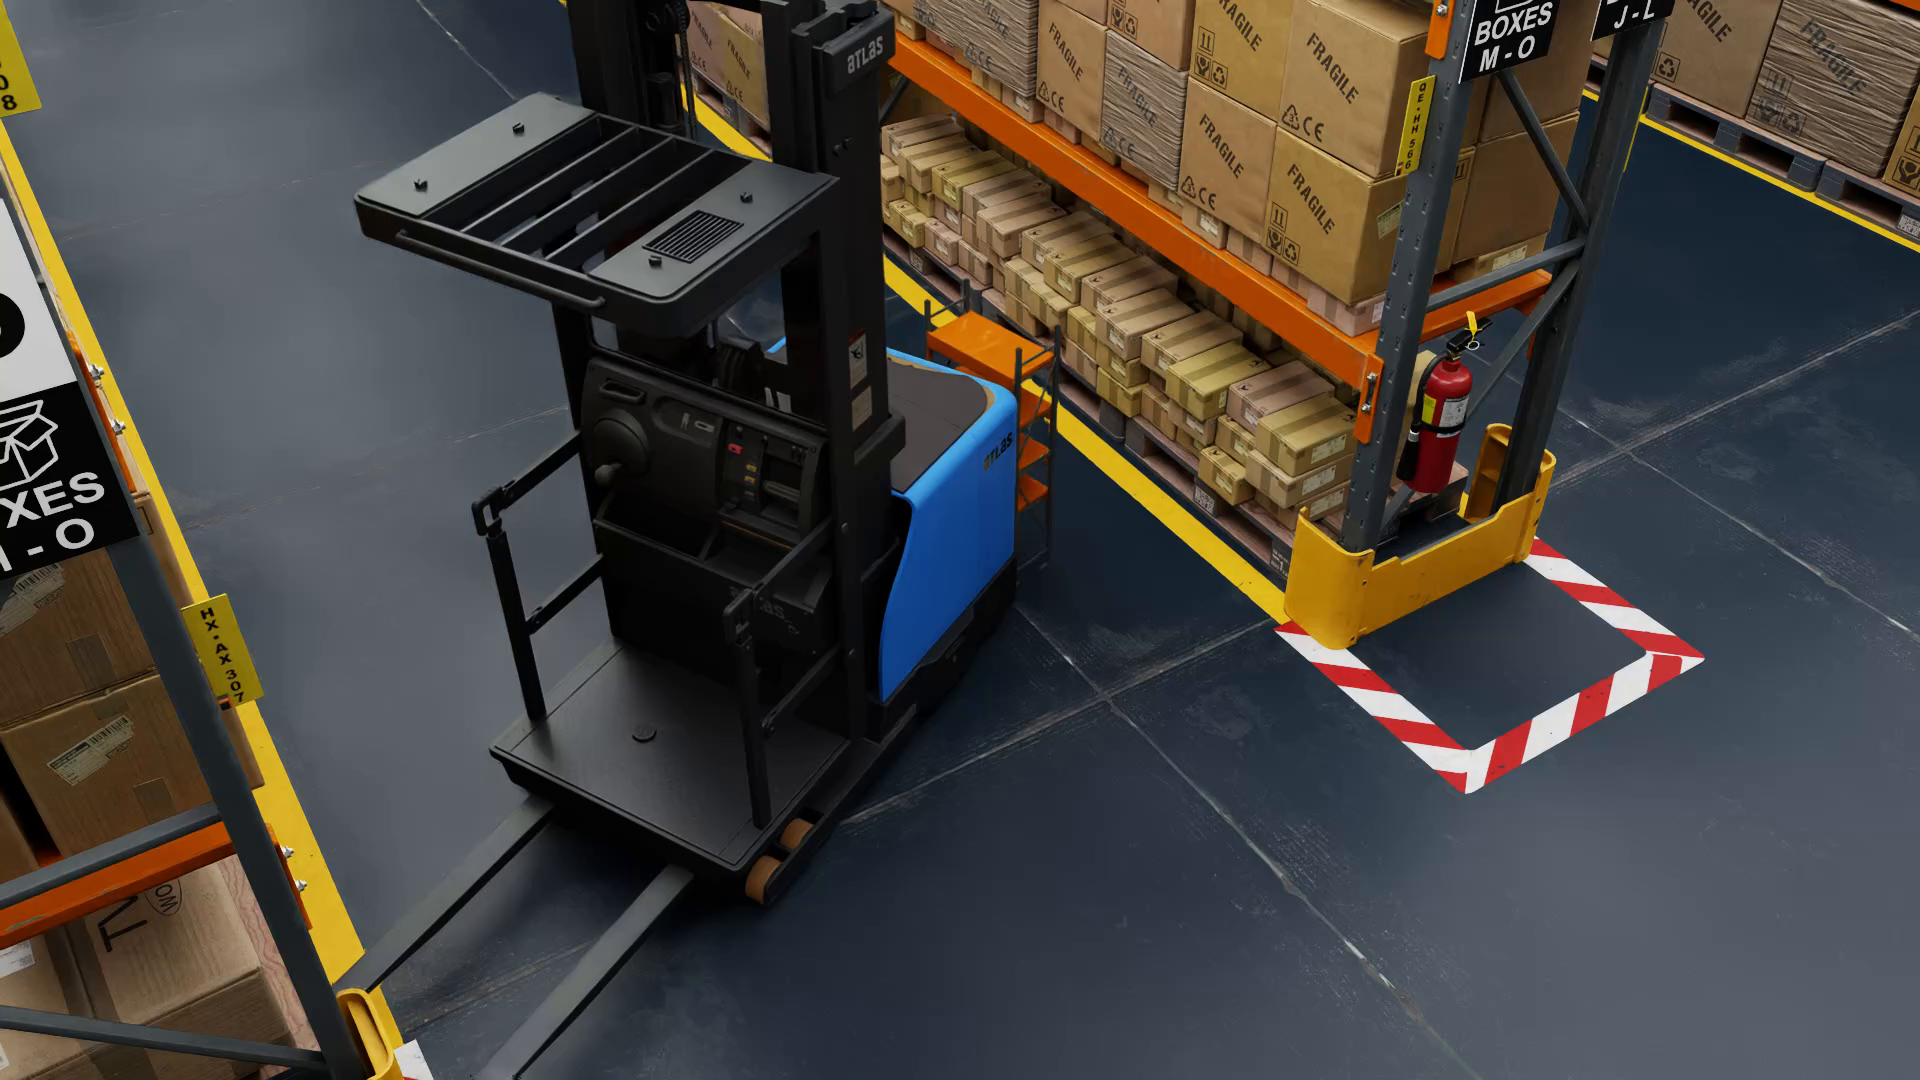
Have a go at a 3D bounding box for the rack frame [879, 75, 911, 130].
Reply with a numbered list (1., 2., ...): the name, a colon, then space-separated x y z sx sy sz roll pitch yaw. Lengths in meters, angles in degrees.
1. rack frame: -0.208 -3.103 8.631 1.000 3.000 0.127 -22 45 -24

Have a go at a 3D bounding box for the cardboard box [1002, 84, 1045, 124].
1. cardboard box: 0.418 -2.047 7.560 0.380 0.149 0.250 -20 44 -23

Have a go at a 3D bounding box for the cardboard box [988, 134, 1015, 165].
1. cardboard box: 0.374 -2.171 8.947 0.380 0.149 0.250 -22 44 -24

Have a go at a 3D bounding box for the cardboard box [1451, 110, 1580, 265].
1. cardboard box: 1.934 -1.434 6.318 0.500 0.500 0.500 -20 44 -22

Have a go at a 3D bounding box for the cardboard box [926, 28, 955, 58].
1. cardboard box: 0.058 -2.501 8.105 0.380 0.149 0.250 -24 46 -26

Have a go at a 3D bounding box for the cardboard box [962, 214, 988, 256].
1. cardboard box: 0.233 -1.606 8.501 0.380 0.149 0.250 -25 46 -26

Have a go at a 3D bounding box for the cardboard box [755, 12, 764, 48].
1. cardboard box: -0.822 -2.907 9.435 0.500 0.250 0.500 -23 45 -25

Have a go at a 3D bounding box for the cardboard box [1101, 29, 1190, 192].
1. cardboard box: 0.931 -1.801 6.758 0.500 0.500 0.500 -22 45 -24

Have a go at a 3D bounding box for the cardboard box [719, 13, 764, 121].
1. cardboard box: -1.094 -2.894 10.004 0.500 0.500 0.500 -23 45 -25

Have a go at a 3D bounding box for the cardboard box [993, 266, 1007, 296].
1. cardboard box: 0.390 -1.349 8.425 0.380 0.149 0.250 -24 45 -26

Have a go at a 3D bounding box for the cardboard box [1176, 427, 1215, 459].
1. cardboard box: 1.191 -0.499 7.404 0.380 0.149 0.250 -22 45 -25

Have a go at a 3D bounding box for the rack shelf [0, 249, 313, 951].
1. rack shelf: -3.252 0.011 5.455 1.077 0.370 4.000 -22 45 -24

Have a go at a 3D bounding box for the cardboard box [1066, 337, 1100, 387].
1. cardboard box: 0.727 -0.898 7.884 0.380 0.149 0.250 -21 44 -24

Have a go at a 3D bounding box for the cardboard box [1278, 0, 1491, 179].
1. cardboard box: 1.487 -1.642 5.786 0.500 0.500 0.500 -23 45 -25

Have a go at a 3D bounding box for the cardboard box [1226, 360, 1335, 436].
1. cardboard box: 1.358 -0.593 7.052 0.380 0.149 0.250 -21 44 -24

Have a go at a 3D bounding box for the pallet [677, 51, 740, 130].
1. pallet: -1.288 -3.111 10.818 1.003 0.211 1.213 -22 45 -24

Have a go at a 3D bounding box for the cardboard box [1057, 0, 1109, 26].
1. cardboard box: 0.640 -2.478 6.789 0.500 0.500 0.500 -24 45 -26

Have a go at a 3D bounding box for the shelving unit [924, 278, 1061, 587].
1. shelving unit: 0.124 -0.418 6.814 0.503 1.200 0.258 32 49 33

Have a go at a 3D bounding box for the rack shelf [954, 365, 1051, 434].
1. rack shelf: 0.124 -0.538 6.714 0.480 0.148 0.258 32 49 33

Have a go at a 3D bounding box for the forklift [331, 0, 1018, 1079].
1. forklift: -0.950 -0.210 5.213 1.130 2.935 3.031 21 44 23

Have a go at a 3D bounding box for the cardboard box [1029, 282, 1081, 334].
1. cardboard box: 0.555 -1.150 7.953 0.380 0.149 0.250 -22 44 -24

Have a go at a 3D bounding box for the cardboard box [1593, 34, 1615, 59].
1. cardboard box: 4.316 -3.717 10.699 0.875 0.875 0.875 -22 45 -24

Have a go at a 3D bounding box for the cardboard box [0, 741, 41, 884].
1. cardboard box: -2.659 0.607 4.101 0.500 0.500 0.500 -22 45 -24

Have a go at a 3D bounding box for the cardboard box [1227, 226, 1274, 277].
1. cardboard box: 1.280 -1.204 6.548 0.380 0.149 0.250 -23 45 -25

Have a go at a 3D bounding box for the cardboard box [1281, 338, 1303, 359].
1. cardboard box: 1.670 -0.926 7.452 0.380 0.149 0.250 -22 45 -25

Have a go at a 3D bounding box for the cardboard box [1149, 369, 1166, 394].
1. cardboard box: 1.080 -0.772 7.499 0.380 0.149 0.250 -23 45 -25

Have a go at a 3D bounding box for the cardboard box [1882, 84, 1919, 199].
1. cardboard box: 5.768 -2.260 8.951 0.875 0.875 0.875 -22 45 -24

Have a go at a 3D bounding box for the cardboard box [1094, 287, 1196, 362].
1. cardboard box: 0.834 -0.976 7.512 0.380 0.149 0.250 -21 44 -23

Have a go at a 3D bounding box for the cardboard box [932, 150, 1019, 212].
1. cardboard box: 0.078 -1.852 8.563 0.380 0.149 0.250 -23 45 -25

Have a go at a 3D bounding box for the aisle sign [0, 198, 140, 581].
1. aisle sign: -1.893 -0.245 3.171 0.394 0.787 0.004 -22 45 -24

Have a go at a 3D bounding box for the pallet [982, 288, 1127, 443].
1. pallet: 0.843 -1.022 8.312 1.003 0.211 1.213 -22 45 -24

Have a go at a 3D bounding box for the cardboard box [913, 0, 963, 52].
1. cardboard box: 0.118 -2.637 7.761 0.500 0.500 0.500 -22 45 -24

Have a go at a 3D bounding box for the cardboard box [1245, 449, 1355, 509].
1. cardboard box: 1.418 -0.311 6.947 0.380 0.149 0.250 -23 45 -25

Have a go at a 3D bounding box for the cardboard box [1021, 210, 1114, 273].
1. cardboard box: 0.522 -1.435 8.063 0.380 0.149 0.250 -24 45 -26

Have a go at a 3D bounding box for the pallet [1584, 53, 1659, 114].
1. pallet: 4.371 -3.247 10.982 1.003 0.211 1.213 -22 45 -24

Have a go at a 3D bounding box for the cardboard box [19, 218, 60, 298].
1. cardboard box: -2.761 -0.517 4.668 0.500 0.500 0.500 -23 45 -25

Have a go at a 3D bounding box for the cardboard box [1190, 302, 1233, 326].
1. cardboard box: 1.302 -1.051 7.835 0.380 0.149 0.250 -24 46 -26

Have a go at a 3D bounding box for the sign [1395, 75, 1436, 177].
1. sign: 1.464 -1.330 5.352 0.100 0.325 0.005 -22 45 -24

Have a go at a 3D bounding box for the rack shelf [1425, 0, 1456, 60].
1. rack shelf: 0.867 -2.900 6.605 1.077 0.370 4.000 -22 45 -24

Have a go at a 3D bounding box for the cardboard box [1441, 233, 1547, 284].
1. cardboard box: 2.045 -1.135 6.466 0.380 0.149 0.250 -23 45 -25

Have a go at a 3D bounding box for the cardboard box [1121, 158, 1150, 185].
1. cardboard box: 0.911 -1.652 7.085 0.380 0.149 0.250 -24 45 -26

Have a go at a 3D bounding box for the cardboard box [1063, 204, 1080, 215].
1. cardboard box: 0.750 -1.643 8.545 0.380 0.149 0.250 -21 44 -23

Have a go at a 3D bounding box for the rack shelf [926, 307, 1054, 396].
1. rack shelf: 0.124 -0.720 6.563 0.480 0.148 0.258 32 49 33

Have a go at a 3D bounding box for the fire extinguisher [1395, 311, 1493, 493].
1. fire extinguisher: 1.689 -0.476 5.830 0.296 0.674 0.183 -22 45 -24

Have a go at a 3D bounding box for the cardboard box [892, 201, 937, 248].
1. cardboard box: -0.140 -1.718 8.868 0.380 0.149 0.250 -21 44 -23

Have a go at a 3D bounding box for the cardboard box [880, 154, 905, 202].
1. cardboard box: -0.283 -1.978 8.947 0.380 0.149 0.250 -20 44 -22

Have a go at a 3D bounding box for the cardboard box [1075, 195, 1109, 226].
1. cardboard box: 0.811 -1.758 8.451 0.380 0.149 0.250 -24 46 -26

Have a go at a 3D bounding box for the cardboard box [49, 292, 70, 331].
1. cardboard box: -2.378 -0.441 4.070 0.380 0.149 0.250 -21 44 -23

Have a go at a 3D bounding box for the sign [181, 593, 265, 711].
1. sign: -1.705 0.263 3.853 0.100 0.325 0.005 -22 45 -24

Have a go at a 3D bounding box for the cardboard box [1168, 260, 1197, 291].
1. cardboard box: 1.223 -1.342 7.952 0.380 0.149 0.250 -22 44 -24

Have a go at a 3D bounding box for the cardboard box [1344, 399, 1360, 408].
1. cardboard box: 1.778 -0.663 7.369 0.380 0.149 0.250 -22 45 -25

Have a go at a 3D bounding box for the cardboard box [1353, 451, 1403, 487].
1. cardboard box: 1.931 -0.403 7.290 0.380 0.149 0.250 -21 44 -24
